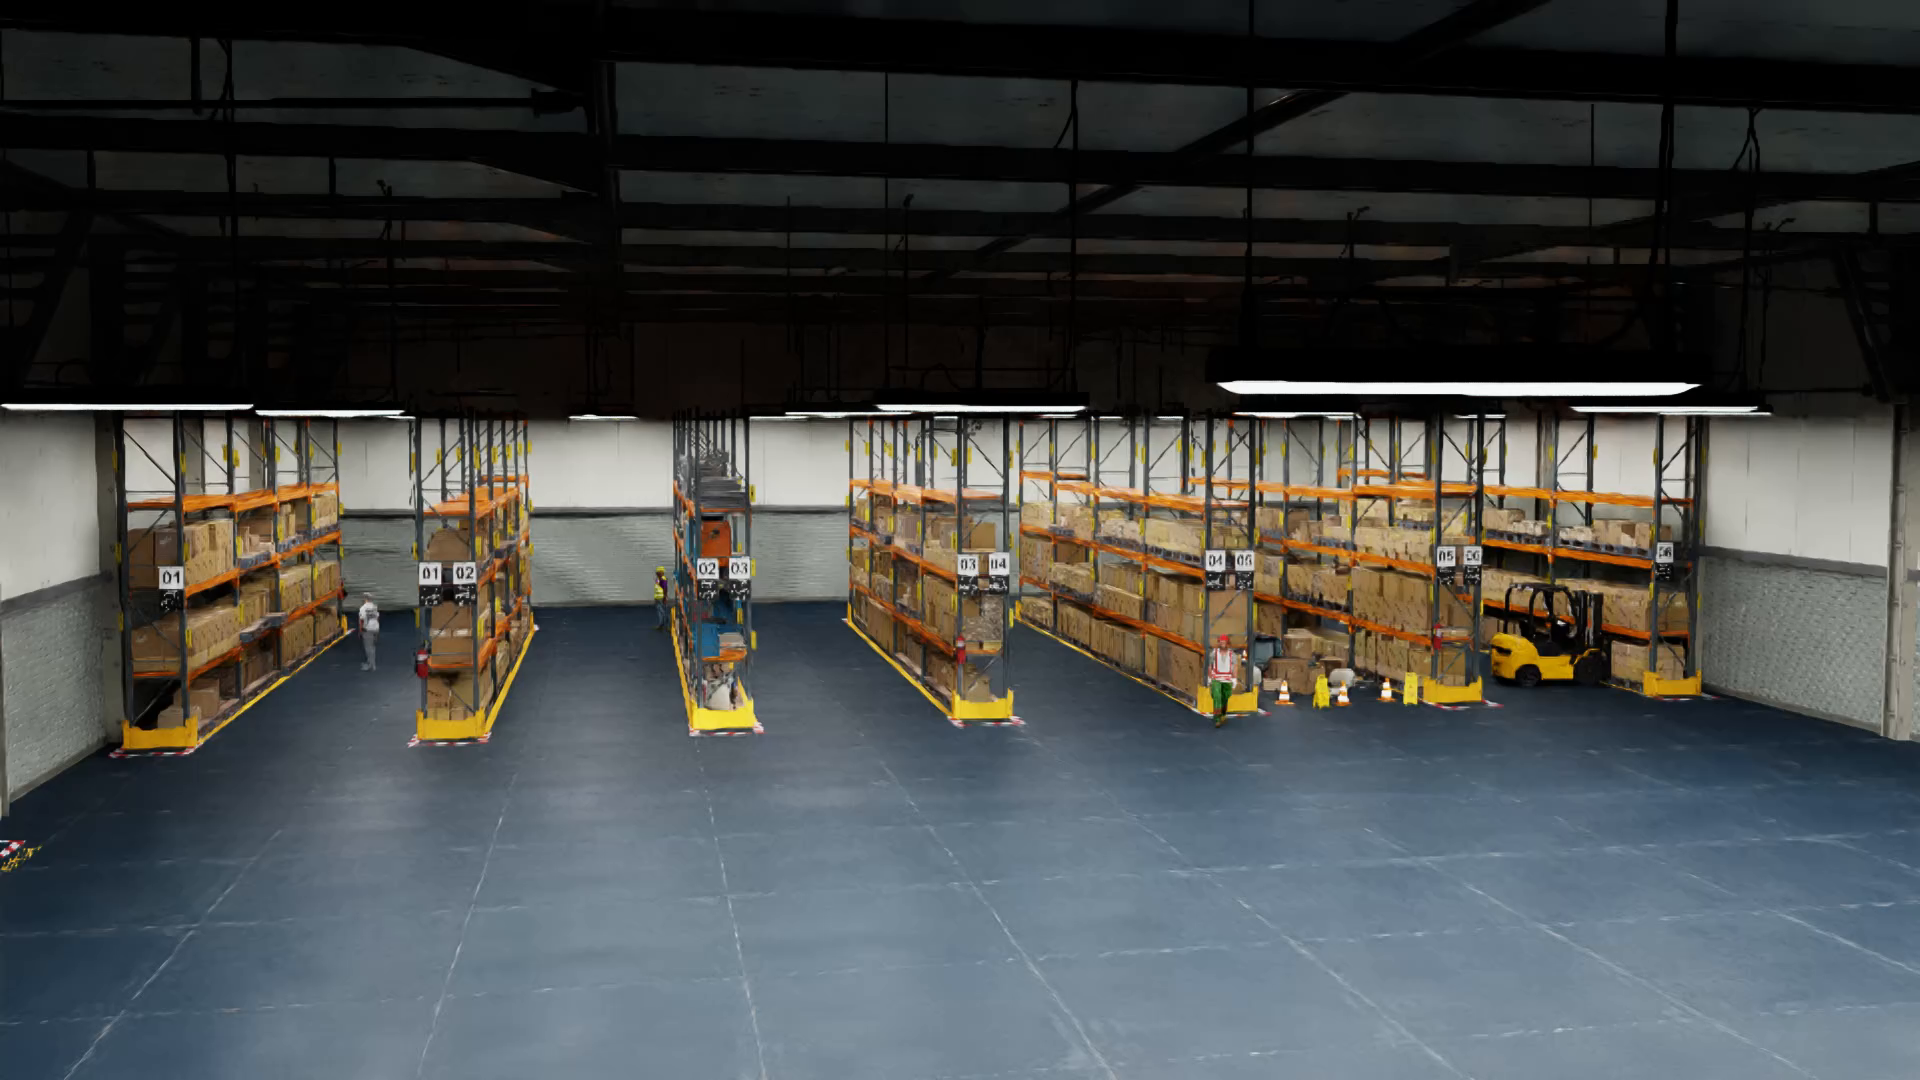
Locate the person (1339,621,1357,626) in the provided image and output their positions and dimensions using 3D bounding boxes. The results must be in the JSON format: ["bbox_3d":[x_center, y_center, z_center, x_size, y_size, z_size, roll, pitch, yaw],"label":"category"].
[{"bbox_3d":[10.971,1.497,46.698,0.604,1.775,0.657,0,4,5],"label":"person"}]

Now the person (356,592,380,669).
[{"bbox_3d":[-13.742,2.094,38.552,0.565,1.748,0.653,1,4,17],"label":"person"}]

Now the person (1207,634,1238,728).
[{"bbox_3d":[4.945,2.626,31.223,0.534,1.726,1.037,0,4,-2],"label":"person"}]

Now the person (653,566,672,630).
[{"bbox_3d":[-8.201,1.565,45.747,0.452,1.708,0.662,-2,4,-24],"label":"person"}]
